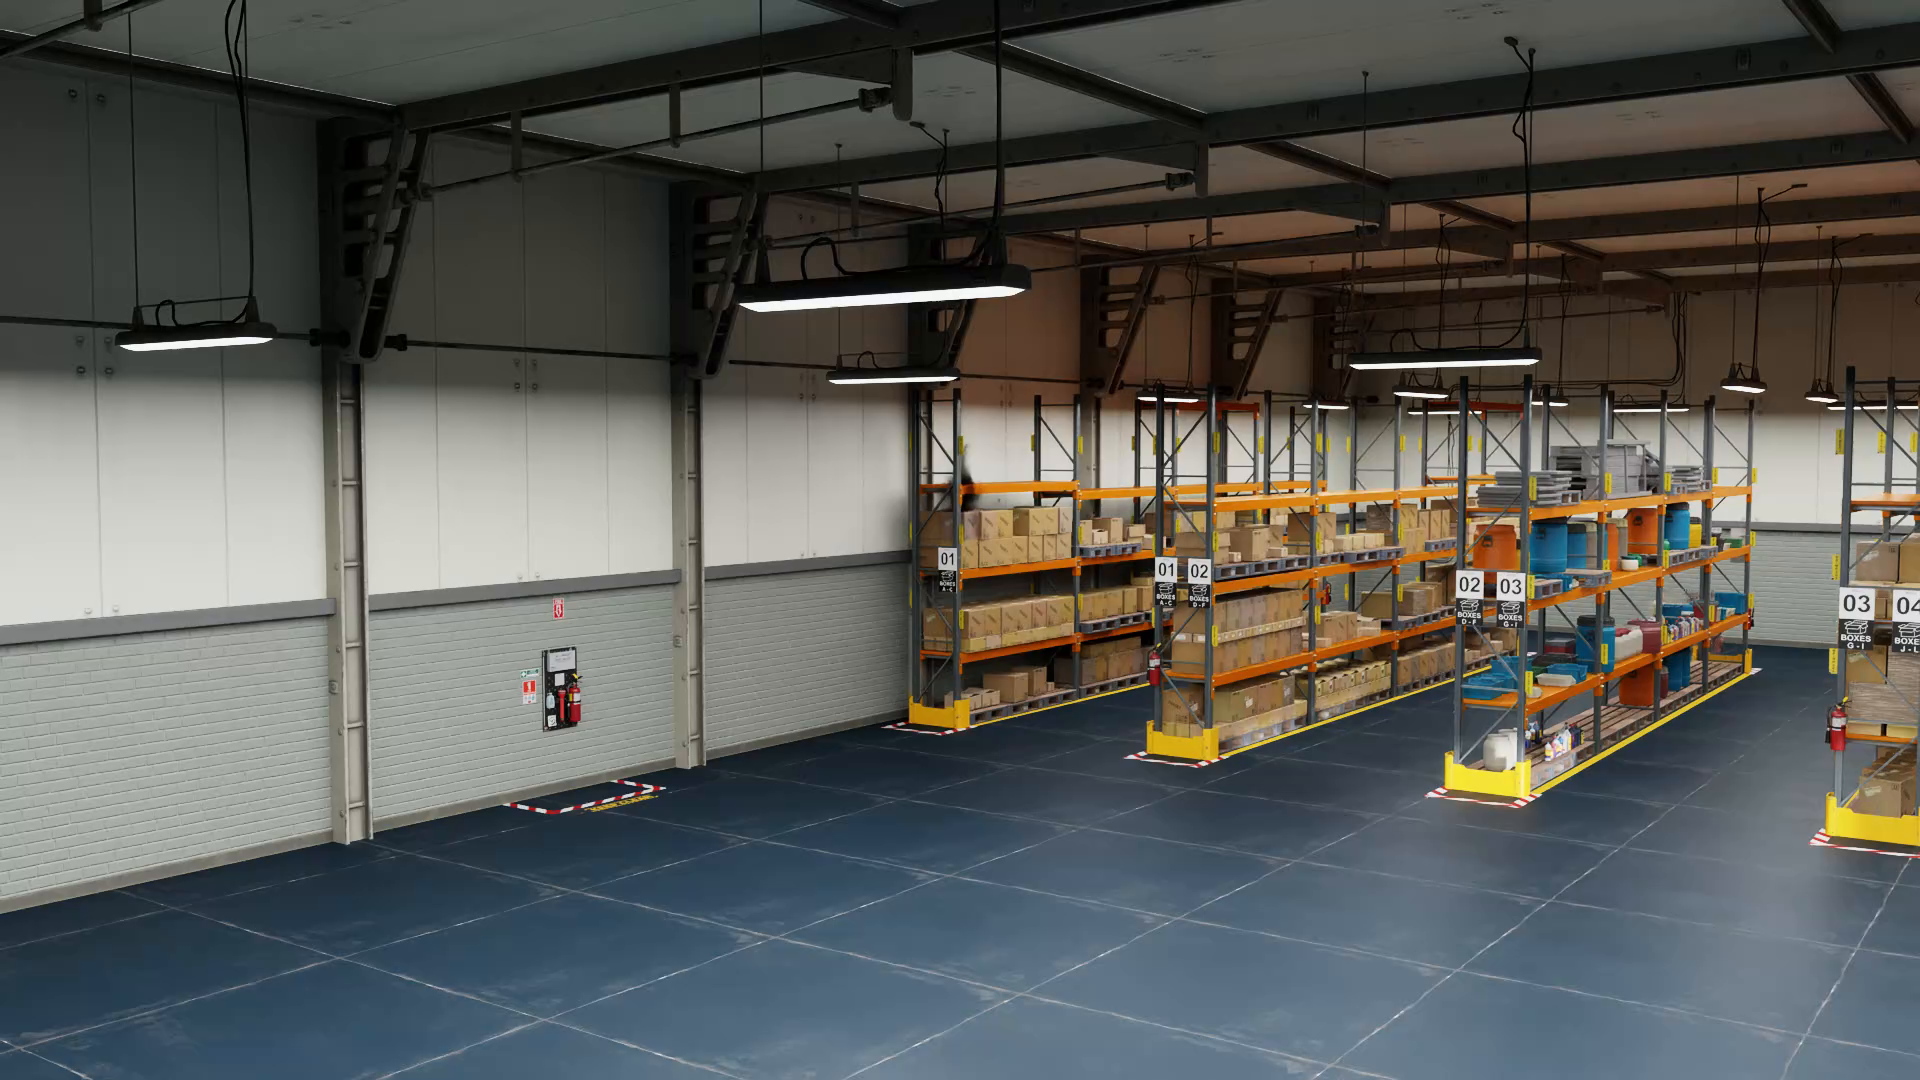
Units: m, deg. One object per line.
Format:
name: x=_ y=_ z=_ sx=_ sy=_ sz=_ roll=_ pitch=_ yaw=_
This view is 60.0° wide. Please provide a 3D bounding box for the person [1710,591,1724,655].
person: x=17.251 y=1.988 z=37.951 sx=0.495 sy=1.673 sz=0.963 roll=-3 pitch=4 yaw=-41
